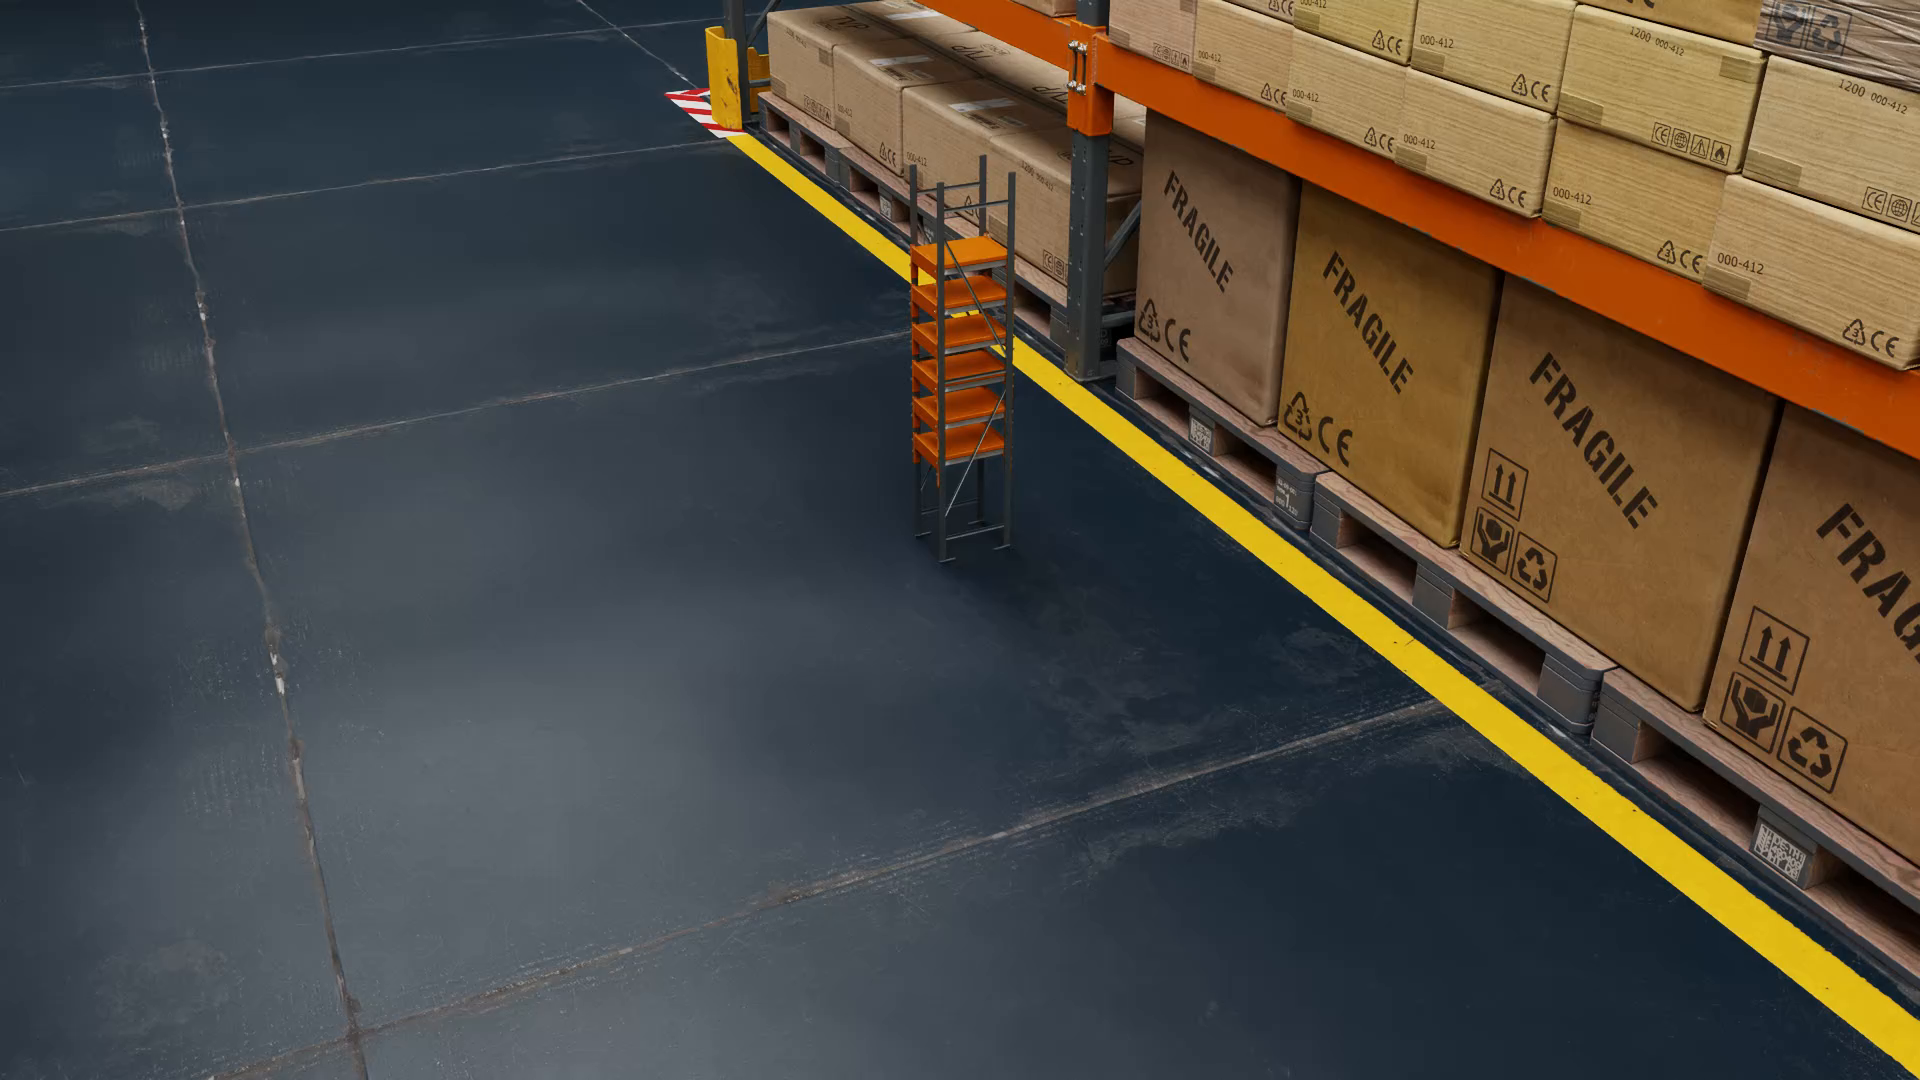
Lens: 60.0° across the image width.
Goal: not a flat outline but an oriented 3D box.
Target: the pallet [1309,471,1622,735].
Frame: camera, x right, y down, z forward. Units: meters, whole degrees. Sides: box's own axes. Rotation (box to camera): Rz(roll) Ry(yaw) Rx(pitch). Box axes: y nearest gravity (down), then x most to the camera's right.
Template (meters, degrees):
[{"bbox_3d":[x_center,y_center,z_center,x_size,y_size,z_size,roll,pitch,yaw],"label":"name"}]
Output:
[{"bbox_3d":[1.804,0.053,4.939,1.003,0.211,1.213,-13,32,-22],"label":"pallet"}]

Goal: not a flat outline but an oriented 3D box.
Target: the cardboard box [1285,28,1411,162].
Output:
[{"bbox_3d":[1.256,-1.255,4.574,0.500,0.250,0.500,-13,32,-22],"label":"cardboard box"}]

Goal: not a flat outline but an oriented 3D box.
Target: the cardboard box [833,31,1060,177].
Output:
[{"bbox_3d":[-0.067,-2.187,8.274,0.875,0.438,0.875,-12,32,-21],"label":"cardboard box"}]

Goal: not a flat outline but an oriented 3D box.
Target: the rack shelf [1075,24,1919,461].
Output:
[{"bbox_3d":[1.735,-0.831,4.400,1.077,0.370,4.000,-13,32,-22],"label":"rack shelf"}]

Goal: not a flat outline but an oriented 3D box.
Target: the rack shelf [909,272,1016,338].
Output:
[{"bbox_3d":[0.006,-0.688,4.849,0.258,0.103,0.180,-13,32,-22],"label":"rack shelf"}]

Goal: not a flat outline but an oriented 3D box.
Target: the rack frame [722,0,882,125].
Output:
[{"bbox_3d":[-0.841,-3.795,8.951,1.000,3.000,0.127,-13,32,-22],"label":"rack frame"}]

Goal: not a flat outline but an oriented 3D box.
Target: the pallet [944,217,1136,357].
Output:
[{"bbox_3d":[0.621,-1.164,7.110,1.003,0.211,1.213,-13,32,-22],"label":"pallet"}]

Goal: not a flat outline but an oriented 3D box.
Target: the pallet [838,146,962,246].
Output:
[{"bbox_3d":[0.093,-1.704,8.072,1.003,0.211,1.213,-13,32,-22],"label":"pallet"}]

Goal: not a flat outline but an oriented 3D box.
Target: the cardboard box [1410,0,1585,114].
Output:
[{"bbox_3d":[1.471,-1.251,4.056,0.500,0.250,0.500,-14,32,-23],"label":"cardboard box"}]

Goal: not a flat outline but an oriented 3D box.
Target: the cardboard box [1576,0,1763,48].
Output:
[{"bbox_3d":[1.701,-1.360,3.484,0.500,0.500,0.500,-13,32,-22],"label":"cardboard box"}]

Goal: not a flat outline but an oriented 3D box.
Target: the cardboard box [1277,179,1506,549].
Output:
[{"bbox_3d":[1.610,-0.630,5.049,0.875,0.875,0.875,-12,31,-21],"label":"cardboard box"}]

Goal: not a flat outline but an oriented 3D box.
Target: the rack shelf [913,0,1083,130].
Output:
[{"bbox_3d":[0.018,-2.598,7.551,1.077,0.370,4.000,-13,32,-22],"label":"rack shelf"}]

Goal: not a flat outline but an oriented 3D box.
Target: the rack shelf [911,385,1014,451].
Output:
[{"bbox_3d":[0.006,-0.374,5.026,0.258,0.103,0.180,-13,32,-22],"label":"rack shelf"}]

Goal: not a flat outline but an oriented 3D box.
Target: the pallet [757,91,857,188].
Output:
[{"bbox_3d":[-0.427,-2.242,9.032,1.003,0.211,1.213,-13,32,-22],"label":"pallet"}]

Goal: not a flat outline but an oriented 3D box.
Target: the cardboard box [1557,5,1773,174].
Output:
[{"bbox_3d":[1.695,-1.022,3.647,0.500,0.250,0.500,-14,32,-23],"label":"cardboard box"}]

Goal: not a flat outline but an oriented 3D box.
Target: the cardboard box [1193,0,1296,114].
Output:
[{"bbox_3d":[1.051,-1.484,4.984,0.500,0.250,0.500,-14,32,-23],"label":"cardboard box"}]

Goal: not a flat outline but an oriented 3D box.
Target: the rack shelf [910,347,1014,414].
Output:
[{"bbox_3d":[0.006,-0.478,4.967,0.258,0.103,0.180,-13,32,-22],"label":"rack shelf"}]

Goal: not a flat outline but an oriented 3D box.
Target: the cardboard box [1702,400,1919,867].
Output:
[{"bbox_3d":[2.372,0.160,3.641,0.875,0.875,0.875,-13,32,-22],"label":"cardboard box"}]

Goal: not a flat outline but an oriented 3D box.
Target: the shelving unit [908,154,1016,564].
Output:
[{"bbox_3d":[0.006,-0.517,4.945,0.258,1.200,0.189,-13,32,-22],"label":"shelving unit"}]

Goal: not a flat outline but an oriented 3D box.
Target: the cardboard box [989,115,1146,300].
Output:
[{"bbox_3d":[0.704,-1.393,6.858,0.875,0.438,0.875,-14,32,-23],"label":"cardboard box"}]

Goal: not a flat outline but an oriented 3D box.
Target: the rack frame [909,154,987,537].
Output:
[{"bbox_3d":[-0.033,-0.557,5.017,0.240,1.200,0.006,-13,32,-22],"label":"rack frame"}]

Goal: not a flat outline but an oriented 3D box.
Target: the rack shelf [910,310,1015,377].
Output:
[{"bbox_3d":[0.006,-0.583,4.908,0.258,0.103,0.180,-13,32,-22],"label":"rack shelf"}]

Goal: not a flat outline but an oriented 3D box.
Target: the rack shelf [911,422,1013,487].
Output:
[{"bbox_3d":[0.006,-0.269,5.084,0.258,0.103,0.180,-13,32,-22],"label":"rack shelf"}]

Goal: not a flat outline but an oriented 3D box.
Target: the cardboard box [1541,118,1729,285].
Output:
[{"bbox_3d":[1.707,-0.813,3.786,0.500,0.250,0.500,-13,32,-22],"label":"cardboard box"}]

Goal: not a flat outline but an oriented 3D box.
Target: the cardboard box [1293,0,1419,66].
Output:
[{"bbox_3d":[1.253,-1.474,4.454,0.500,0.250,0.500,-13,32,-21],"label":"cardboard box"}]

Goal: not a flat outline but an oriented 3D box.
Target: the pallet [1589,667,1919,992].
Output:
[{"bbox_3d":[2.323,0.591,3.980,1.003,0.211,1.213,-13,32,-22],"label":"pallet"}]

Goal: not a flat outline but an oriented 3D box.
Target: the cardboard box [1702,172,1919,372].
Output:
[{"bbox_3d":[1.909,-0.587,3.383,0.500,0.250,0.500,-13,32,-21],"label":"cardboard box"}]

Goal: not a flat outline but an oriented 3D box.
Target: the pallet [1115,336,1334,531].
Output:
[{"bbox_3d":[1.276,-0.487,5.902,1.003,0.211,1.213,-13,32,-22],"label":"pallet"}]

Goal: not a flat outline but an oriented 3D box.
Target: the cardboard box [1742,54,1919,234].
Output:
[{"bbox_3d":[1.933,-0.800,3.252,0.500,0.250,0.500,-14,32,-23],"label":"cardboard box"}]

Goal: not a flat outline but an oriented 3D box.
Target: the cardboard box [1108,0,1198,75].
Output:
[{"bbox_3d":[0.827,-1.713,5.391,0.500,0.250,0.500,-14,32,-23],"label":"cardboard box"}]

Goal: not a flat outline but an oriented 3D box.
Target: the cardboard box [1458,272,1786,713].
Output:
[{"bbox_3d":[1.993,-0.235,4.345,0.875,0.875,0.875,-13,32,-21],"label":"cardboard box"}]

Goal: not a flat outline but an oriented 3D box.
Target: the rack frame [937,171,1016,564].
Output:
[{"bbox_3d":[0.046,-0.477,4.873,0.240,1.200,0.006,-13,32,-22],"label":"rack frame"}]

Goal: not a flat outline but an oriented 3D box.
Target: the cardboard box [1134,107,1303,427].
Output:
[{"bbox_3d":[1.215,-1.027,5.758,0.875,0.875,0.875,-12,31,-20],"label":"cardboard box"}]

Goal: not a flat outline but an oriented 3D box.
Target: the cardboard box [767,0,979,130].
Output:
[{"bbox_3d":[-0.467,-2.590,8.992,0.875,0.438,0.875,-14,32,-24],"label":"cardboard box"}]

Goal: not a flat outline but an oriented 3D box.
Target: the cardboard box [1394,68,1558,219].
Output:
[{"bbox_3d":[1.462,-1.032,4.177,0.500,0.250,0.500,-14,32,-23],"label":"cardboard box"}]

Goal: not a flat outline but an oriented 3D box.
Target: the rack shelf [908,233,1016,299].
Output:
[{"bbox_3d":[0.006,-0.792,4.791,0.258,0.103,0.180,-13,32,-22],"label":"rack shelf"}]

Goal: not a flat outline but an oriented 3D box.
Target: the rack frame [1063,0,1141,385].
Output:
[{"bbox_3d":[0.877,-2.028,5.799,1.000,3.000,0.127,-13,32,-22],"label":"rack frame"}]

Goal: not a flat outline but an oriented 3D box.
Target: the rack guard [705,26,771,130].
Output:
[{"bbox_3d":[-0.851,-2.715,9.581,1.175,0.500,0.348,-13,32,-22],"label":"rack guard"}]

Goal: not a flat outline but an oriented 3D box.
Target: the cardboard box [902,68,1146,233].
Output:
[{"bbox_3d":[0.319,-1.789,7.563,0.875,0.438,0.875,-14,32,-23],"label":"cardboard box"}]

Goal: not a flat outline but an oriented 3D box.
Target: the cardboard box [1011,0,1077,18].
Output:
[{"bbox_3d":[0.447,-2.223,6.045,0.500,0.500,0.500,-13,32,-22],"label":"cardboard box"}]

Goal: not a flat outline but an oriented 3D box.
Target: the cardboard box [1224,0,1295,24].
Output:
[{"bbox_3d":[1.060,-1.702,4.861,0.500,0.250,0.500,-13,32,-21],"label":"cardboard box"}]

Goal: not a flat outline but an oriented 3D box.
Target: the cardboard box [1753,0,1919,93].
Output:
[{"bbox_3d":[1.908,-1.139,3.090,0.500,0.500,0.500,-13,32,-21],"label":"cardboard box"}]
